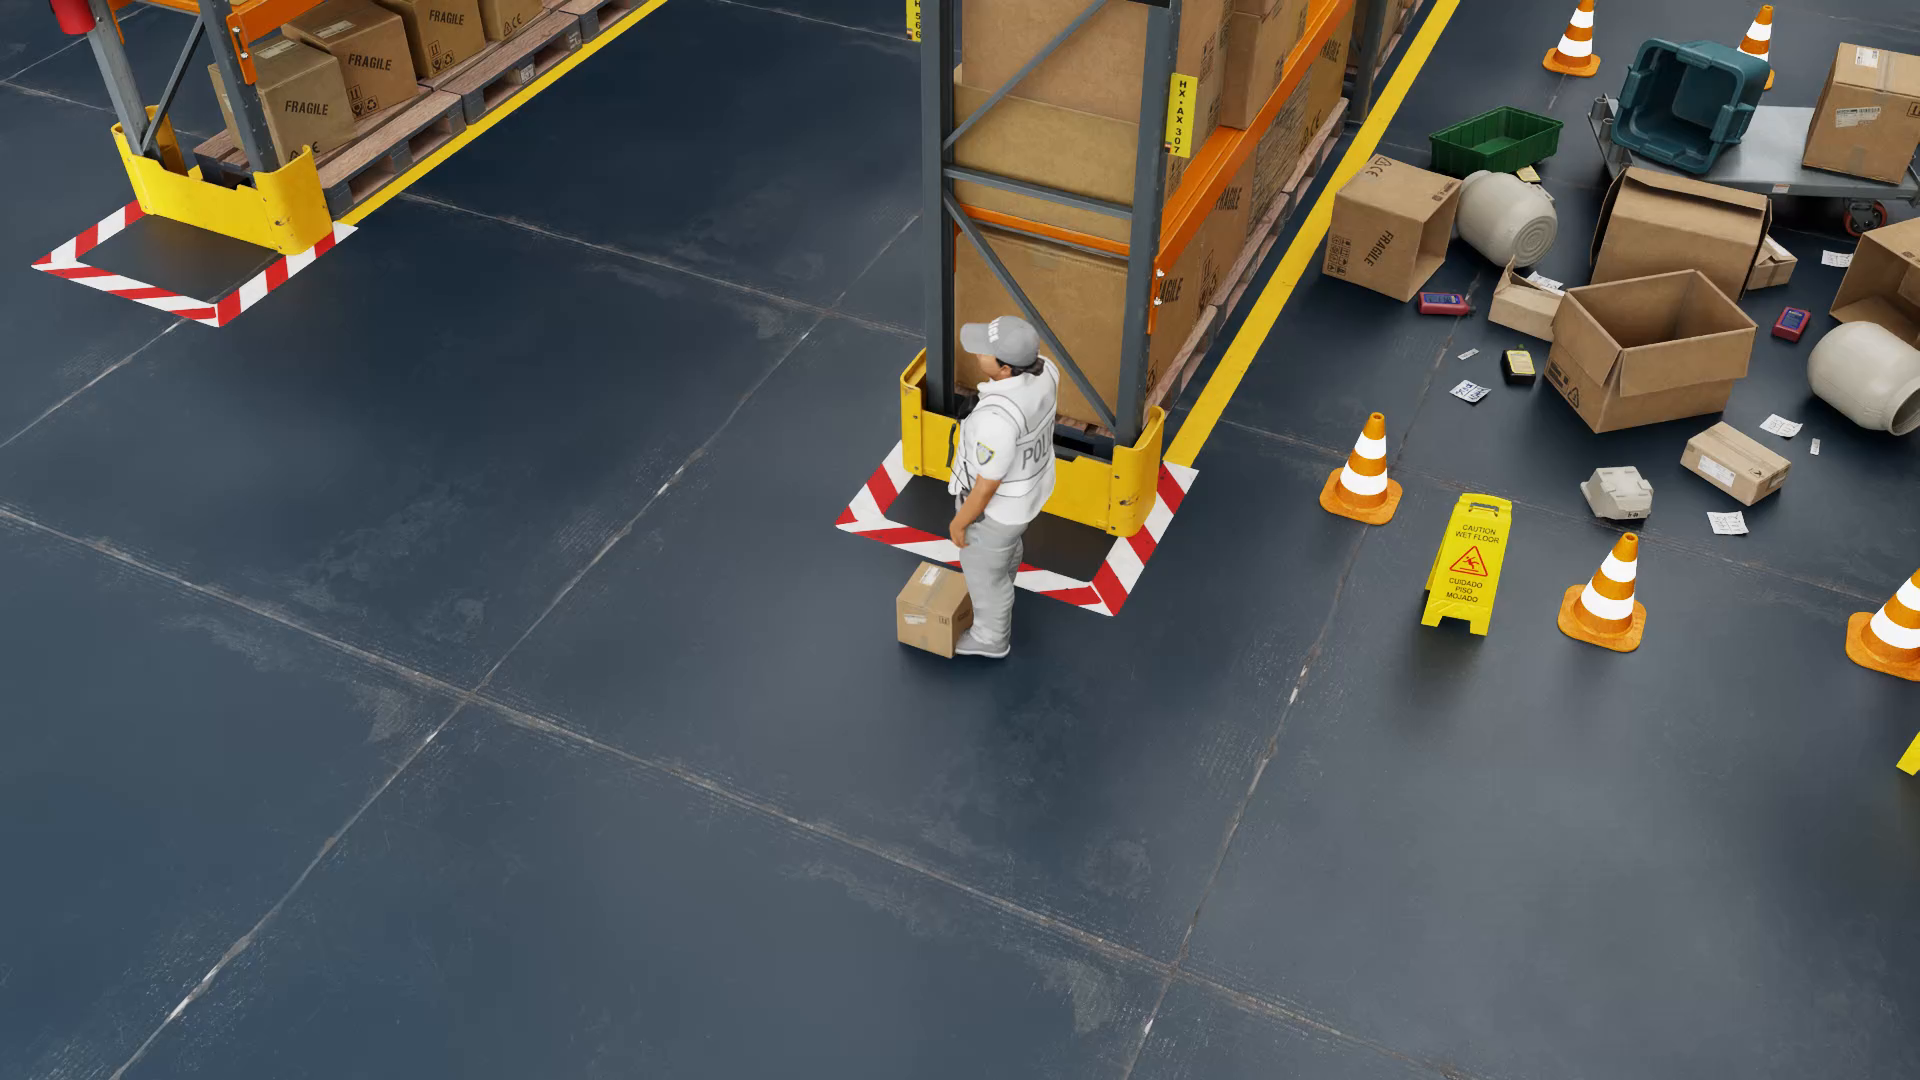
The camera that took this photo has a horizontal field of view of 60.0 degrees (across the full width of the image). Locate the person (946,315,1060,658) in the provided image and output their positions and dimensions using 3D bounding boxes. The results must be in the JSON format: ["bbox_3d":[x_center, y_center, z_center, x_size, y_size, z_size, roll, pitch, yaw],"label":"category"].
[{"bbox_3d":[0.093,-0.212,6.376,0.529,1.669,0.595,18,45,19],"label":"person"}]
